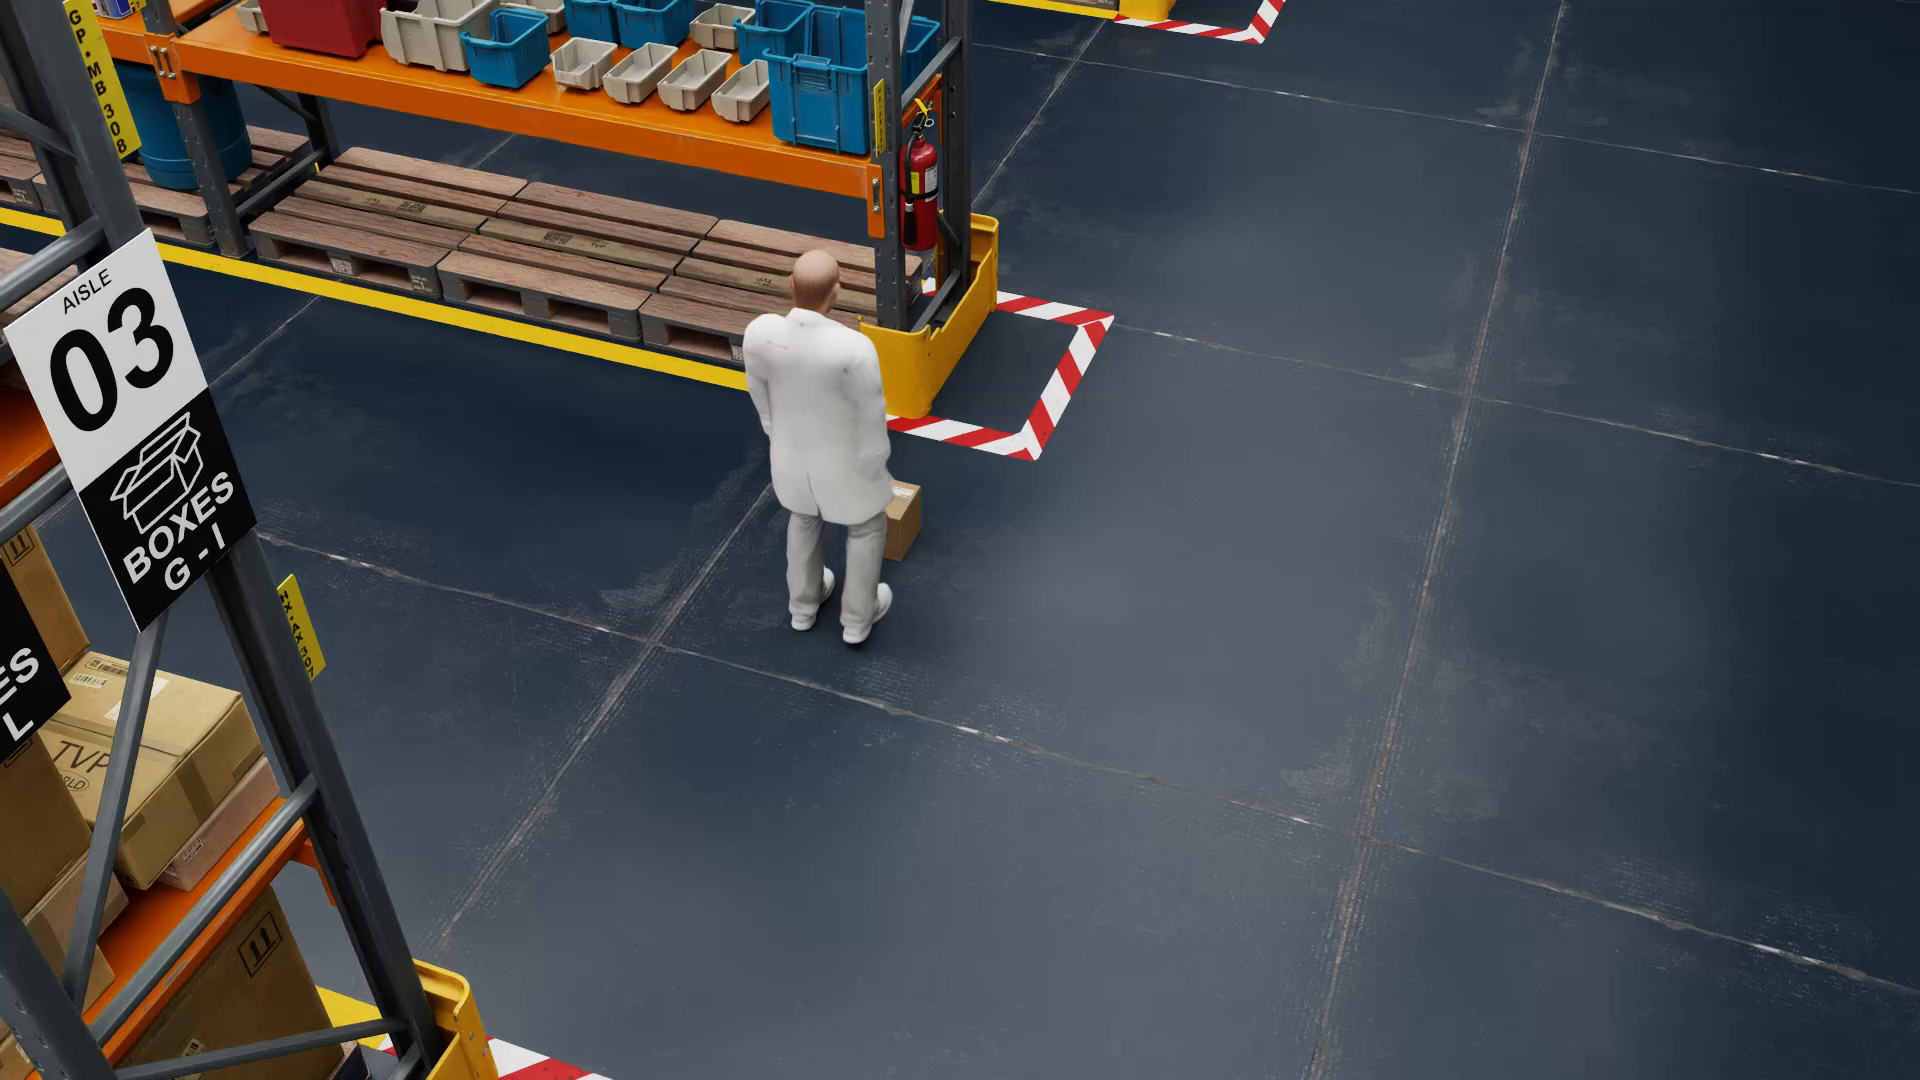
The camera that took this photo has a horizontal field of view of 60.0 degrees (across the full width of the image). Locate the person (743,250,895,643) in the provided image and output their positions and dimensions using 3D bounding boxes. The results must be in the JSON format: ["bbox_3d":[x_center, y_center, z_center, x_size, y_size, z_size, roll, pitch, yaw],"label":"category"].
[{"bbox_3d":[-0.544,-0.353,6.610,0.579,1.747,0.395,14,43,16],"label":"person"}]
